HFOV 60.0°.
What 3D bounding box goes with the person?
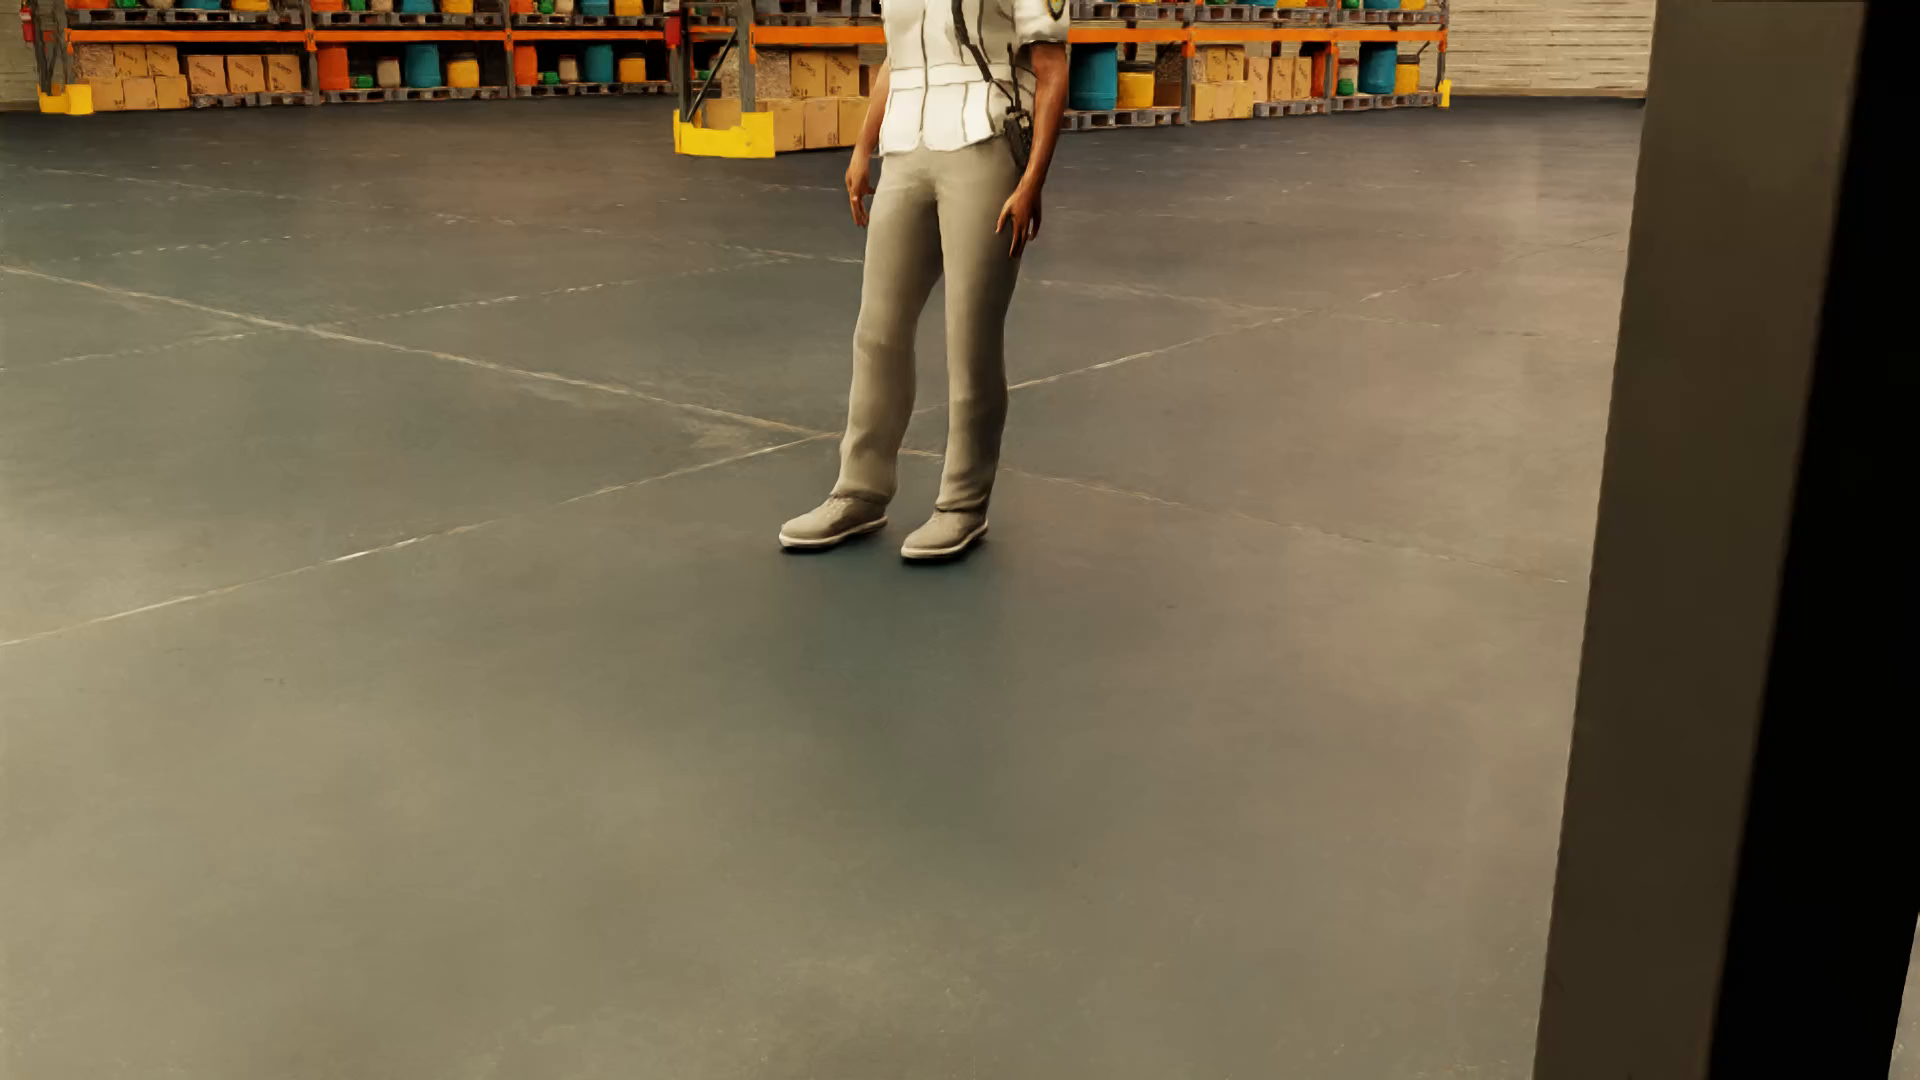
[{"bbox_3d":[-0.063,-0.804,3.651,0.570,1.693,0.529,13,21,37],"label":"person"}]
